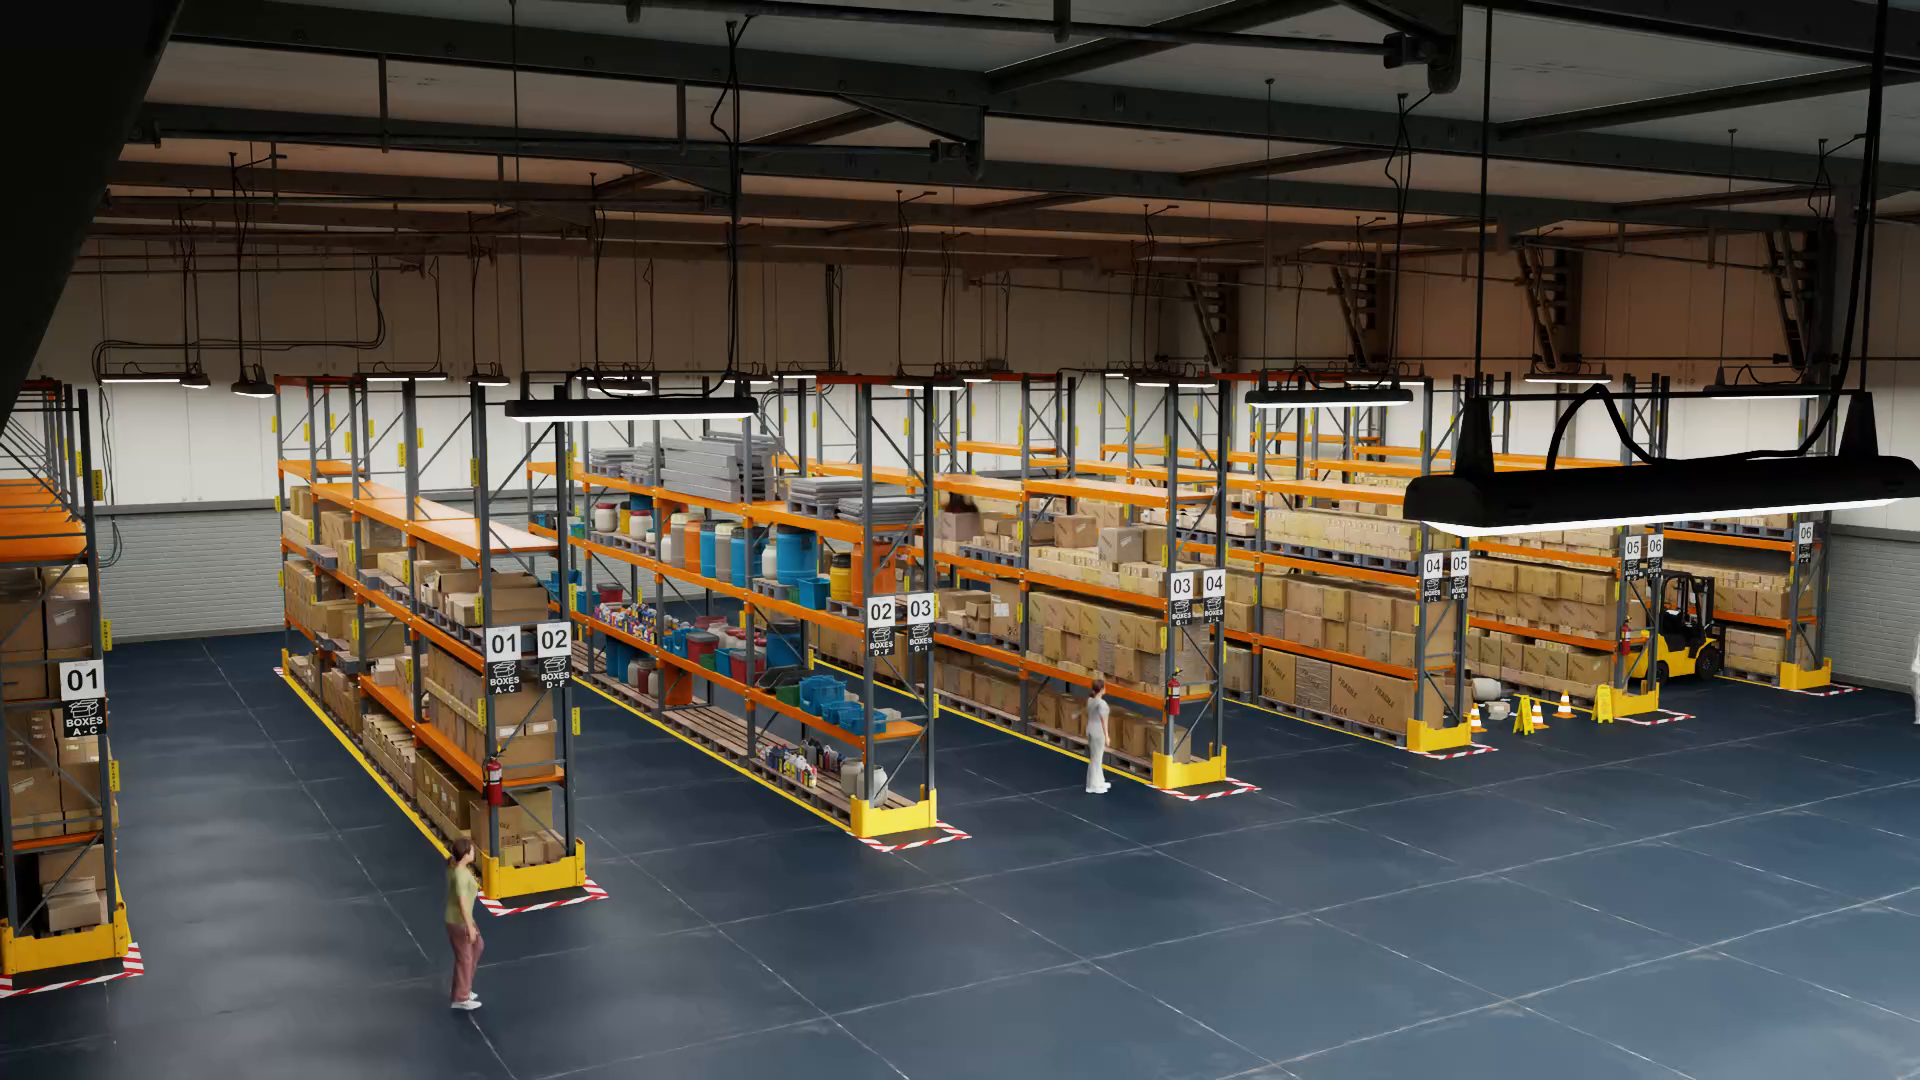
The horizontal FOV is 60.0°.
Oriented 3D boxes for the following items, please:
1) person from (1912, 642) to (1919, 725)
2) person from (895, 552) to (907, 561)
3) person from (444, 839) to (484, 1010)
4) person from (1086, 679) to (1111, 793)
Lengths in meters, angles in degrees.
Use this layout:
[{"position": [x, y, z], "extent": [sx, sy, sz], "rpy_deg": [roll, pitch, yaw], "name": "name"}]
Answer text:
[{"position": [16.785, 2.306, 28.825], "extent": [0.511, 1.746, 0.847], "rpy_deg": [3, 7, 28], "name": "person"}, {"position": [-1.554, 0.977, 41.698], "extent": [0.408, 1.547, 0.916], "rpy_deg": [2, 6, 14], "name": "person"}, {"position": [-4.845, 3.752, 16.237], "extent": [0.357, 1.695, 0.562], "rpy_deg": [-2, 6, -15], "name": "person"}, {"position": [2.074, 2.854, 24.296], "extent": [0.514, 1.675, 0.515], "rpy_deg": [-3, 7, -23], "name": "person"}]
